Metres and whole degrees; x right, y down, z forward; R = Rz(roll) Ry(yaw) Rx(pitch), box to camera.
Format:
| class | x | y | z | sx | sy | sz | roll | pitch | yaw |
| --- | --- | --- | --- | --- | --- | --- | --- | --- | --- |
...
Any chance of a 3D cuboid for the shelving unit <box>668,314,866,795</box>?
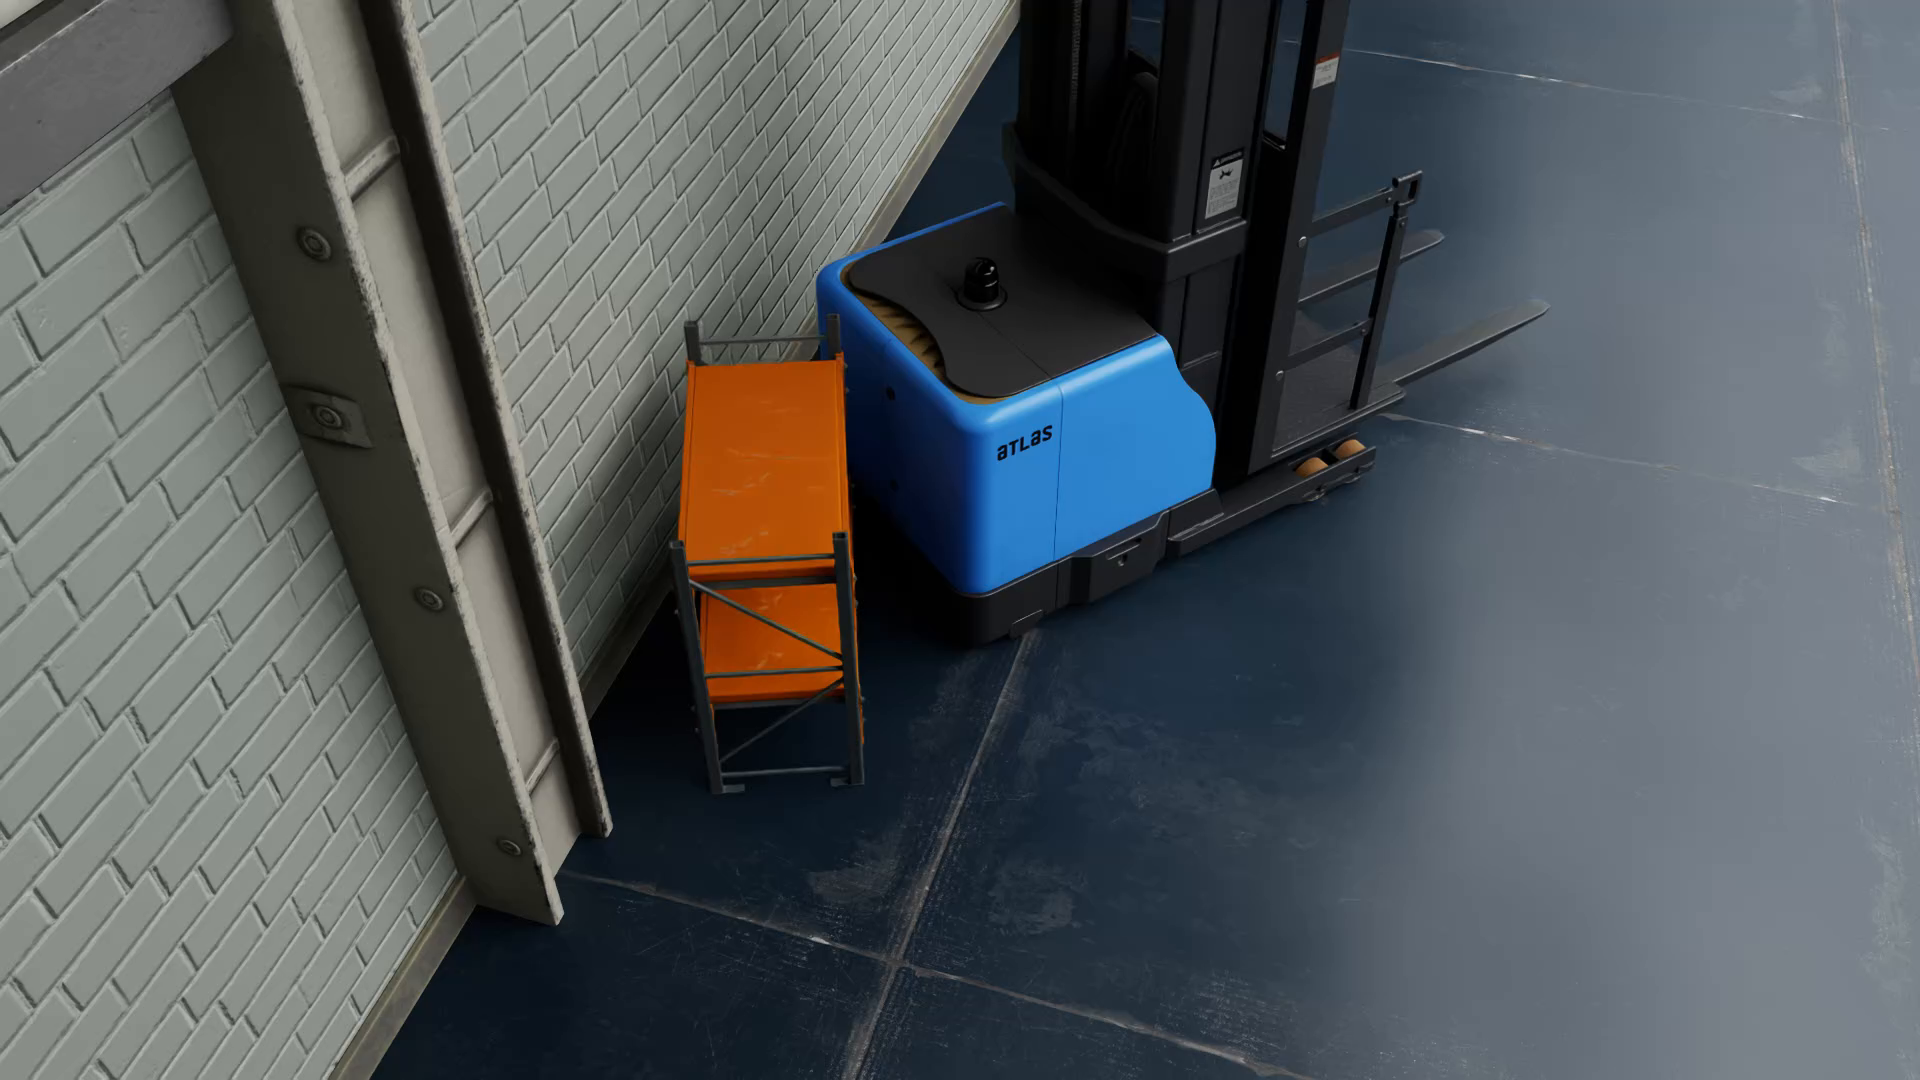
| class | x | y | z | sx | sy | sz | roll | pitch | yaw |
| --- | --- | --- | --- | --- | --- | --- | --- | --- | --- |
| shelving unit | -0.602 | 0.047 | 5.397 | 0.538 | 1.125 | 1.048 | -3 | 44 | -3 |

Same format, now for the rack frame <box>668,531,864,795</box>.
| class | x | y | z | sx | sy | sz | roll | pitch | yaw |
| --- | --- | --- | --- | --- | --- | --- | --- | --- | --- |
| rack frame | -0.563 | 0.402 | 5.035 | 0.500 | 1.125 | 0.032 | -3 | 44 | -3 |

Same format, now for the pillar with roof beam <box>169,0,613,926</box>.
| class | x | y | z | sx | sy | sz | roll | pitch | yaw |
| --- | --- | --- | --- | --- | --- | --- | --- | --- | --- |
| pillar with roof beam | 2.790 | -1.295 | 1.139 | 9.100 | 9.000 | 0.400 | 13 | 46 | 13 |

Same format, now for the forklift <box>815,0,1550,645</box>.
| class | x | y | z | sx | sy | sz | roll | pitch | yaw |
| --- | --- | --- | --- | --- | --- | --- | --- | --- | --- |
| forklift | 1.007 | -1.485 | 5.672 | 3.031 | 2.935 | 1.130 | -24 | 49 | -23 |

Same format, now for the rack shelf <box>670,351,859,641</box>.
| class | x | y | z | sx | sy | sz | roll | pitch | yaw |
| --- | --- | --- | --- | --- | --- | --- | --- | --- | --- |
| rack shelf | -0.602 | -0.162 | 5.193 | 0.538 | 0.278 | 1.000 | -3 | 44 | -3 |

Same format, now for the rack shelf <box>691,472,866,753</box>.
| class | x | y | z | sx | sy | sz | roll | pitch | yaw |
| --- | --- | --- | --- | --- | --- | --- | --- | --- | --- |
| rack shelf | -0.602 | 0.222 | 5.568 | 0.538 | 0.278 | 1.000 | -3 | 44 | -3 |

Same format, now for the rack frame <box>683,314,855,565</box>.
| class | x | y | z | sx | sy | sz | roll | pitch | yaw |
| --- | --- | --- | --- | --- | --- | --- | --- | --- | --- |
| rack frame | -0.640 | -0.307 | 5.760 | 0.500 | 1.125 | 0.032 | -3 | 44 | -3 |
